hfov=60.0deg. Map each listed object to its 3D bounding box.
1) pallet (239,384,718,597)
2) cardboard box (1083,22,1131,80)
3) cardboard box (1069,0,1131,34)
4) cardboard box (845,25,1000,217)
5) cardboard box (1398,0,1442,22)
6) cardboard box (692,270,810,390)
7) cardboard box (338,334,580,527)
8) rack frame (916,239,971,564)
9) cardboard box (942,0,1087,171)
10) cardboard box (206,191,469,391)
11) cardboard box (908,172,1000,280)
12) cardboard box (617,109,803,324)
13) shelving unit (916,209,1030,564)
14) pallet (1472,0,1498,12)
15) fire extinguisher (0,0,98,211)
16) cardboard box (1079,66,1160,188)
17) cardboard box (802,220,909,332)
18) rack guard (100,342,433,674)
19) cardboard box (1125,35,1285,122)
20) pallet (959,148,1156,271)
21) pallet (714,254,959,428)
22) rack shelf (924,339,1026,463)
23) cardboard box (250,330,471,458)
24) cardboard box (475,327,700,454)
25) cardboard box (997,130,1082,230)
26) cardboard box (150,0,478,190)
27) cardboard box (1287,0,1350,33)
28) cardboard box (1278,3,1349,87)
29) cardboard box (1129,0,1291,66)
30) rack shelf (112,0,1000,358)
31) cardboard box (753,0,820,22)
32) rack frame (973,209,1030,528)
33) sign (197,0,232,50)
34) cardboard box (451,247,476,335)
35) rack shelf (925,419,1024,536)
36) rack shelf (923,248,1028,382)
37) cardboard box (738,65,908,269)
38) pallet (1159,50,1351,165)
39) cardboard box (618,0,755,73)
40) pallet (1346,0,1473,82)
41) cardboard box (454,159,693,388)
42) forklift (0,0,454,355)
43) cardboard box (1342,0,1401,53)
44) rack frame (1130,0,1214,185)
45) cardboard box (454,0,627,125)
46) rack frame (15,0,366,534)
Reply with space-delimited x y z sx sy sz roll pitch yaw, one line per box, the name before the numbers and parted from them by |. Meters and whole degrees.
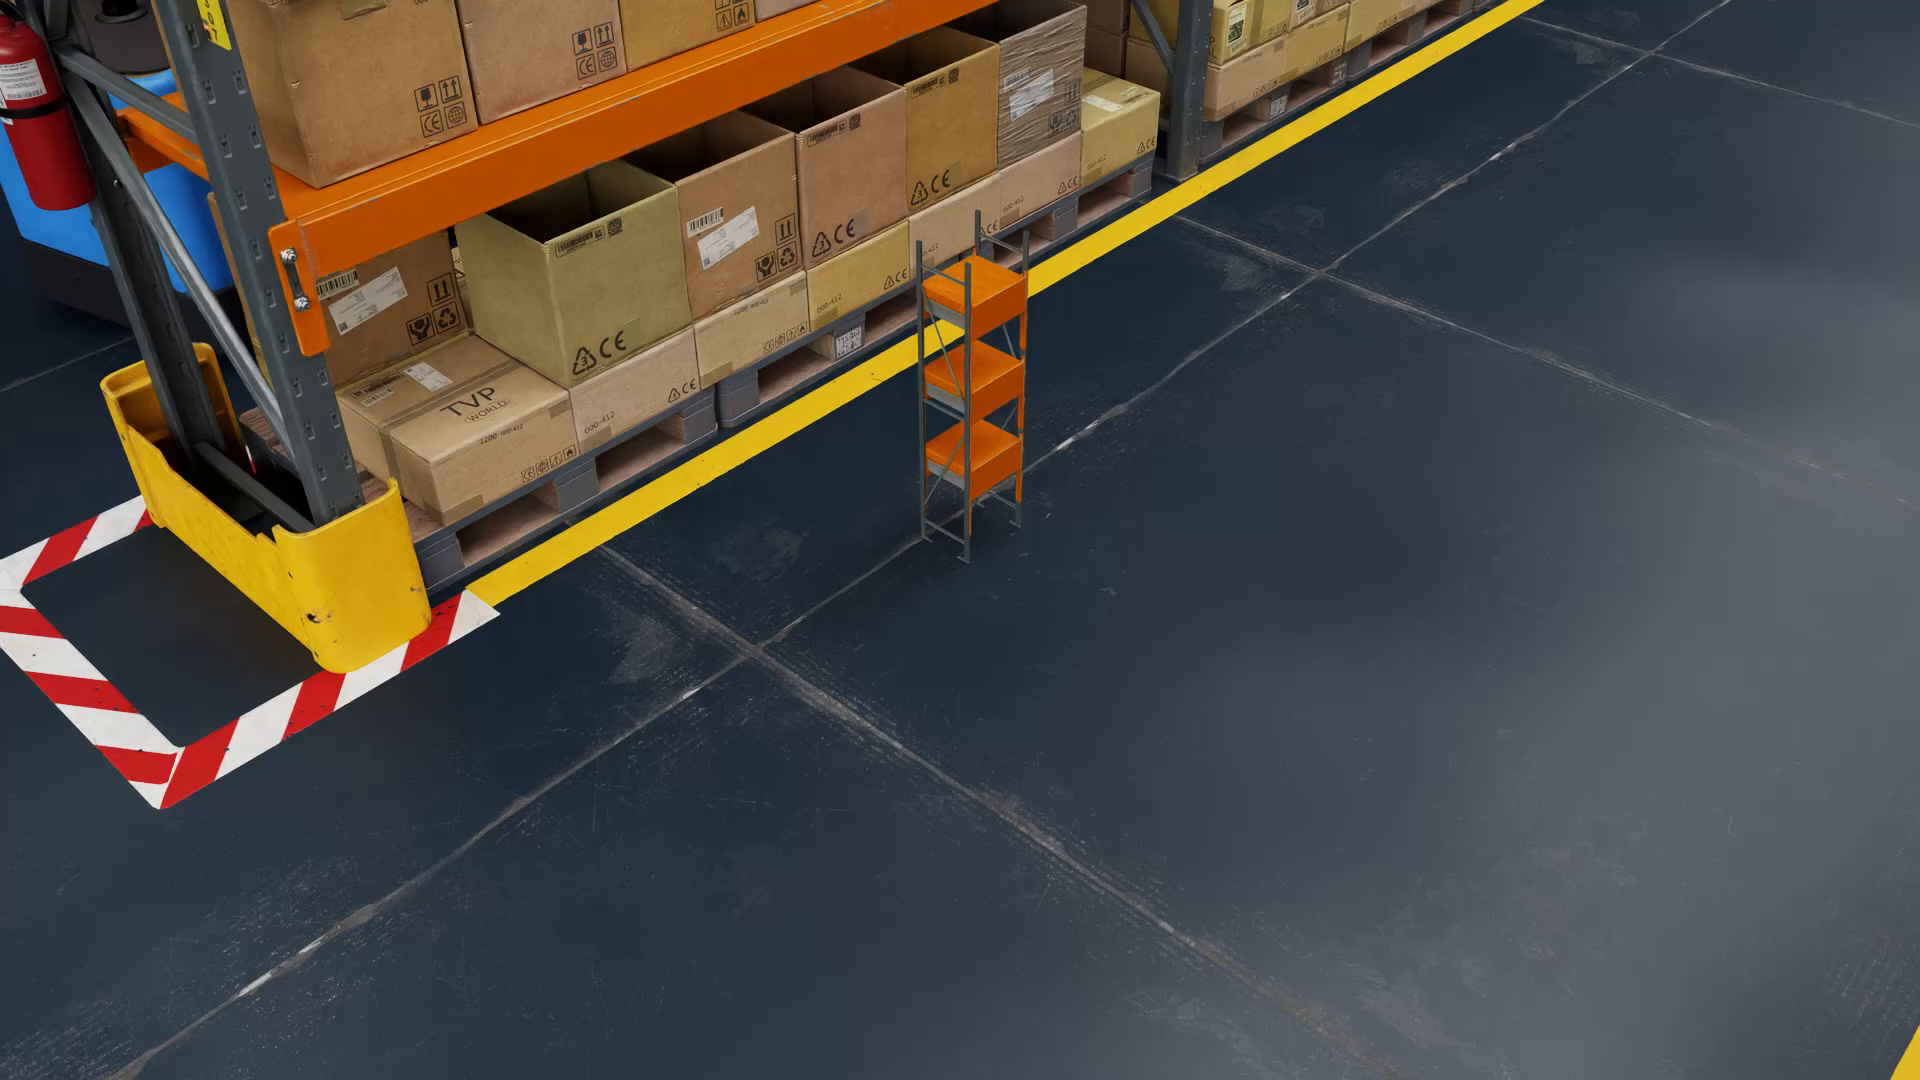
pallet | -1.588 -0.387 5.566 1.003 0.211 1.213 30 47 32
cardboard box | 0.691 -2.347 7.663 0.500 0.250 0.500 29 47 31
cardboard box | 0.687 -2.561 7.482 0.500 0.311 0.500 30 47 32
cardboard box | -0.206 -1.567 6.080 0.500 0.500 0.500 30 47 32
cardboard box | 2.118 -2.823 8.262 0.500 0.250 0.500 31 48 33
cardboard box | -0.875 -0.811 5.732 0.500 0.250 0.500 30 47 32
cardboard box | -1.547 -0.350 5.152 0.500 0.250 0.500 30 47 32
rack frame | -0.046 -0.379 4.884 0.200 1.050 0.008 30 47 32
cardboard box | 0.128 -1.799 6.371 0.500 0.500 0.500 30 47 32
cardboard box | -1.931 -0.862 5.193 0.500 0.500 0.500 30 47 32
cardboard box | -0.197 -1.269 6.307 0.500 0.250 0.500 30 47 32
cardboard box | -0.883 -1.109 5.504 0.500 0.500 0.500 30 47 32
shelving unit | 0.036 -0.435 4.954 0.215 1.050 0.252 30 47 32
pallet | 2.740 -3.331 9.269 1.003 0.211 1.213 30 47 32
fire extinguisher | -2.496 -1.219 4.436 0.296 0.674 0.183 30 47 32
cardboard box | 0.474 -1.730 6.887 0.500 0.250 0.500 30 47 32
cardboard box | -0.534 -1.039 6.018 0.500 0.250 0.500 30 47 32
rack guard | -2.089 -0.120 4.999 1.175 0.500 0.348 30 47 32
cardboard box | 1.081 -2.116 7.373 0.500 0.250 0.500 28 47 31
pallet | 0.058 -1.508 6.976 1.003 0.211 1.213 30 47 32
pallet | -0.765 -0.944 6.268 1.003 0.211 1.213 30 47 32
rack shelf | 0.036 -0.427 4.961 0.215 0.259 0.240 30 47 32
cardboard box | -1.929 -0.568 5.426 0.500 0.250 0.500 30 47 32
cardboard box | -1.212 -0.581 5.443 0.500 0.250 0.500 30 47 32
cardboard box | 0.130 -1.504 6.604 0.500 0.250 0.500 30 47 32
cardboard box | -1.748 -1.357 4.466 0.700 0.500 0.500 30 47 32
cardboard box | 1.430 -2.567 7.490 0.500 0.311 0.500 29 47 31
cardboard box | 1.427 -2.350 7.668 0.500 0.250 0.500 31 48 33
cardboard box | 1.088 -2.340 7.203 0.500 0.311 0.500 30 47 32
rack shelf | -0.724 -1.746 5.614 1.077 0.370 4.000 30 47 32
cardboard box | -0.706 -2.070 5.362 0.700 0.500 0.500 31 48 33
rack frame | 0.118 -0.492 5.025 0.200 1.050 0.008 30 47 32
sign | -1.667 -1.243 3.644 0.100 0.325 0.005 30 47 32
cardboard box | -1.601 -0.802 5.721 0.500 0.250 0.500 30 47 32
rack shelf | 0.036 -0.210 5.134 0.215 0.259 0.240 30 47 32
rack shelf | 0.036 -0.649 4.784 0.215 0.259 0.240 30 47 32
cardboard box | -0.533 -1.332 5.784 0.500 0.500 0.500 30 47 32
pallet | 1.094 -2.210 7.860 1.003 0.211 1.213 30 47 32
cardboard box | -1.059 -1.826 5.056 0.700 0.500 0.500 30 47 32
pallet | 1.917 -2.773 8.568 1.003 0.211 1.213 30 47 32
cardboard box | -1.211 -0.874 5.209 0.500 0.500 0.500 30 47 32
forklift | -2.369 -2.712 6.306 1.130 2.935 3.031 19 42 22
cardboard box | 1.774 -2.589 7.968 0.500 0.250 0.500 28 46 31
rack frame | 0.626 -2.947 6.546 1.000 3.000 0.127 30 47 32
cardboard box | -1.398 -1.601 4.772 0.700 0.500 0.500 31 48 33
rack frame | -2.073 -1.109 4.235 1.000 3.000 0.127 30 47 32
